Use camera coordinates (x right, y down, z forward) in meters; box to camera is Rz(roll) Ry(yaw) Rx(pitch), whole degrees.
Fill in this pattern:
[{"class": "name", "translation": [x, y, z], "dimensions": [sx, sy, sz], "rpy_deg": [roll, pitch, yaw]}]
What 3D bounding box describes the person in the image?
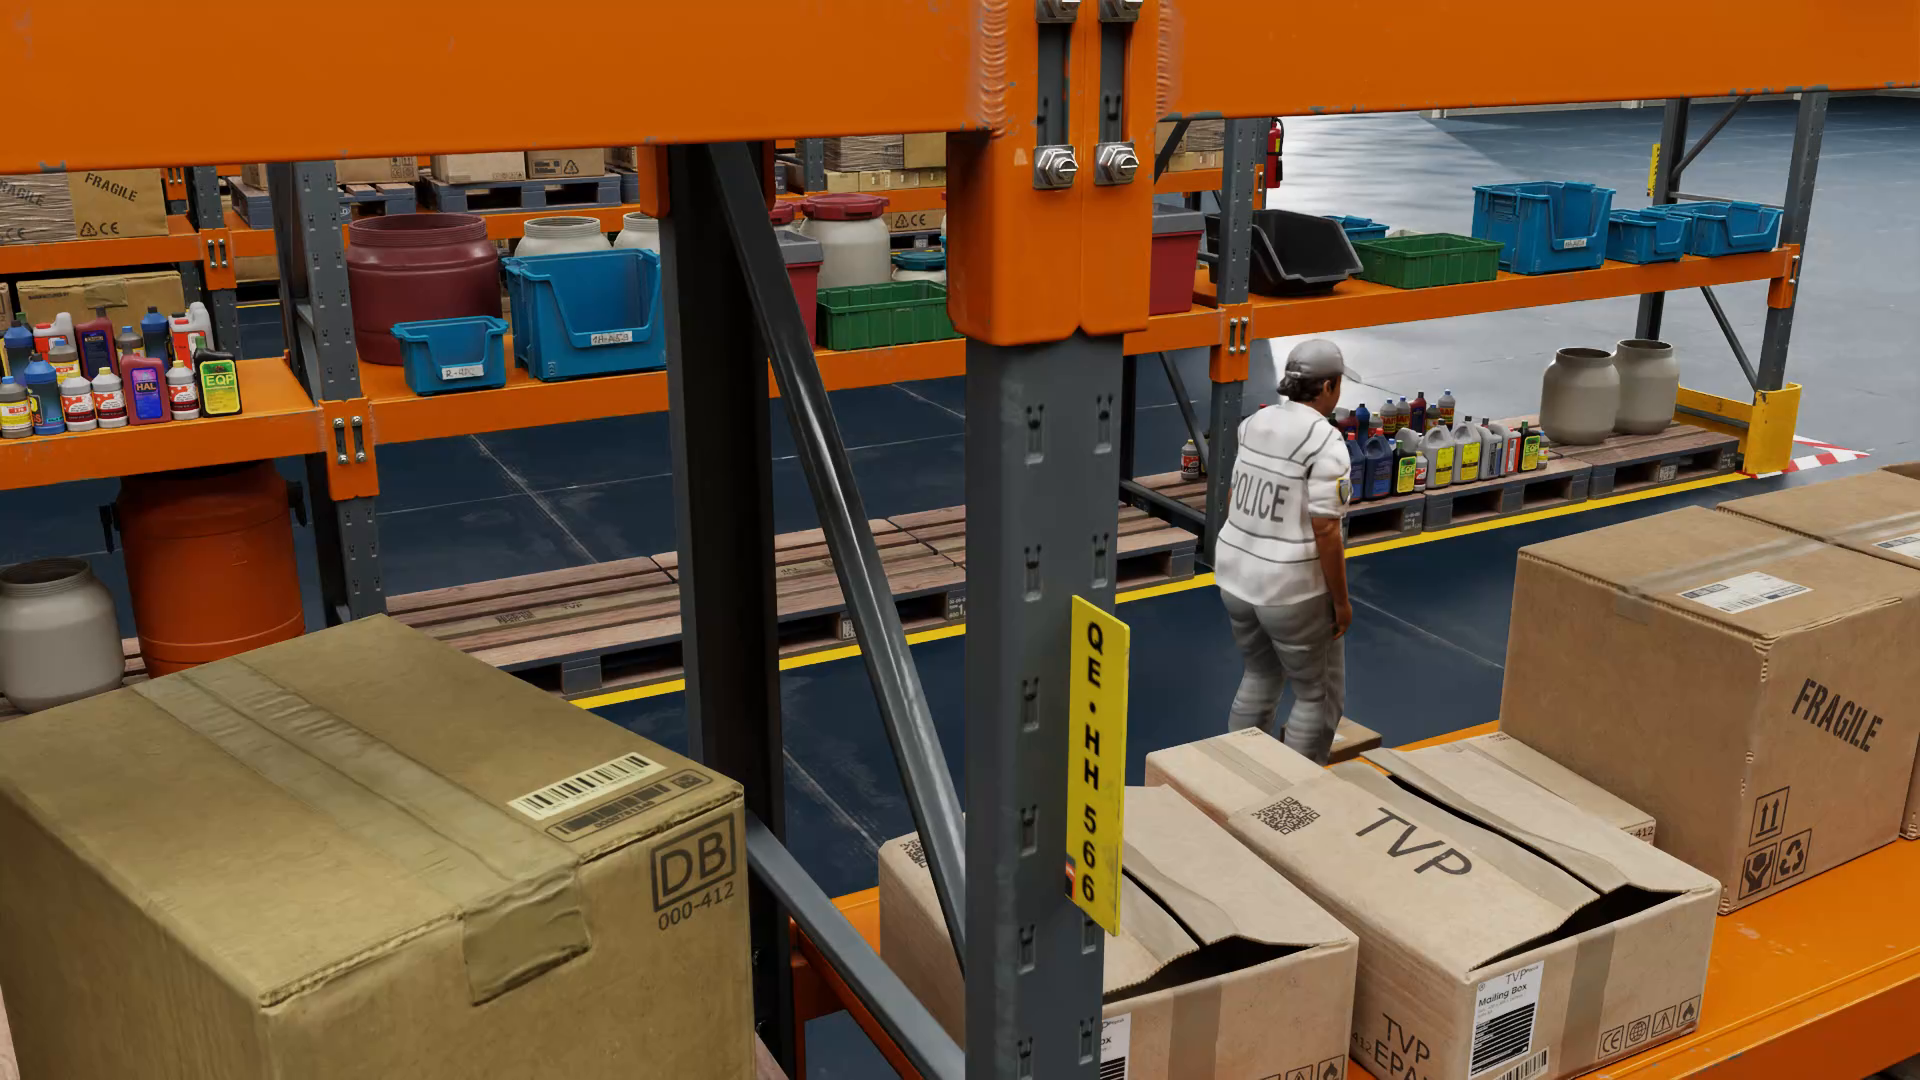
[{"class": "person", "translation": [1.121, 0.157, 5.586], "dimensions": [0.466, 1.665, 0.542], "rpy_deg": [-11, 21, -29]}]
